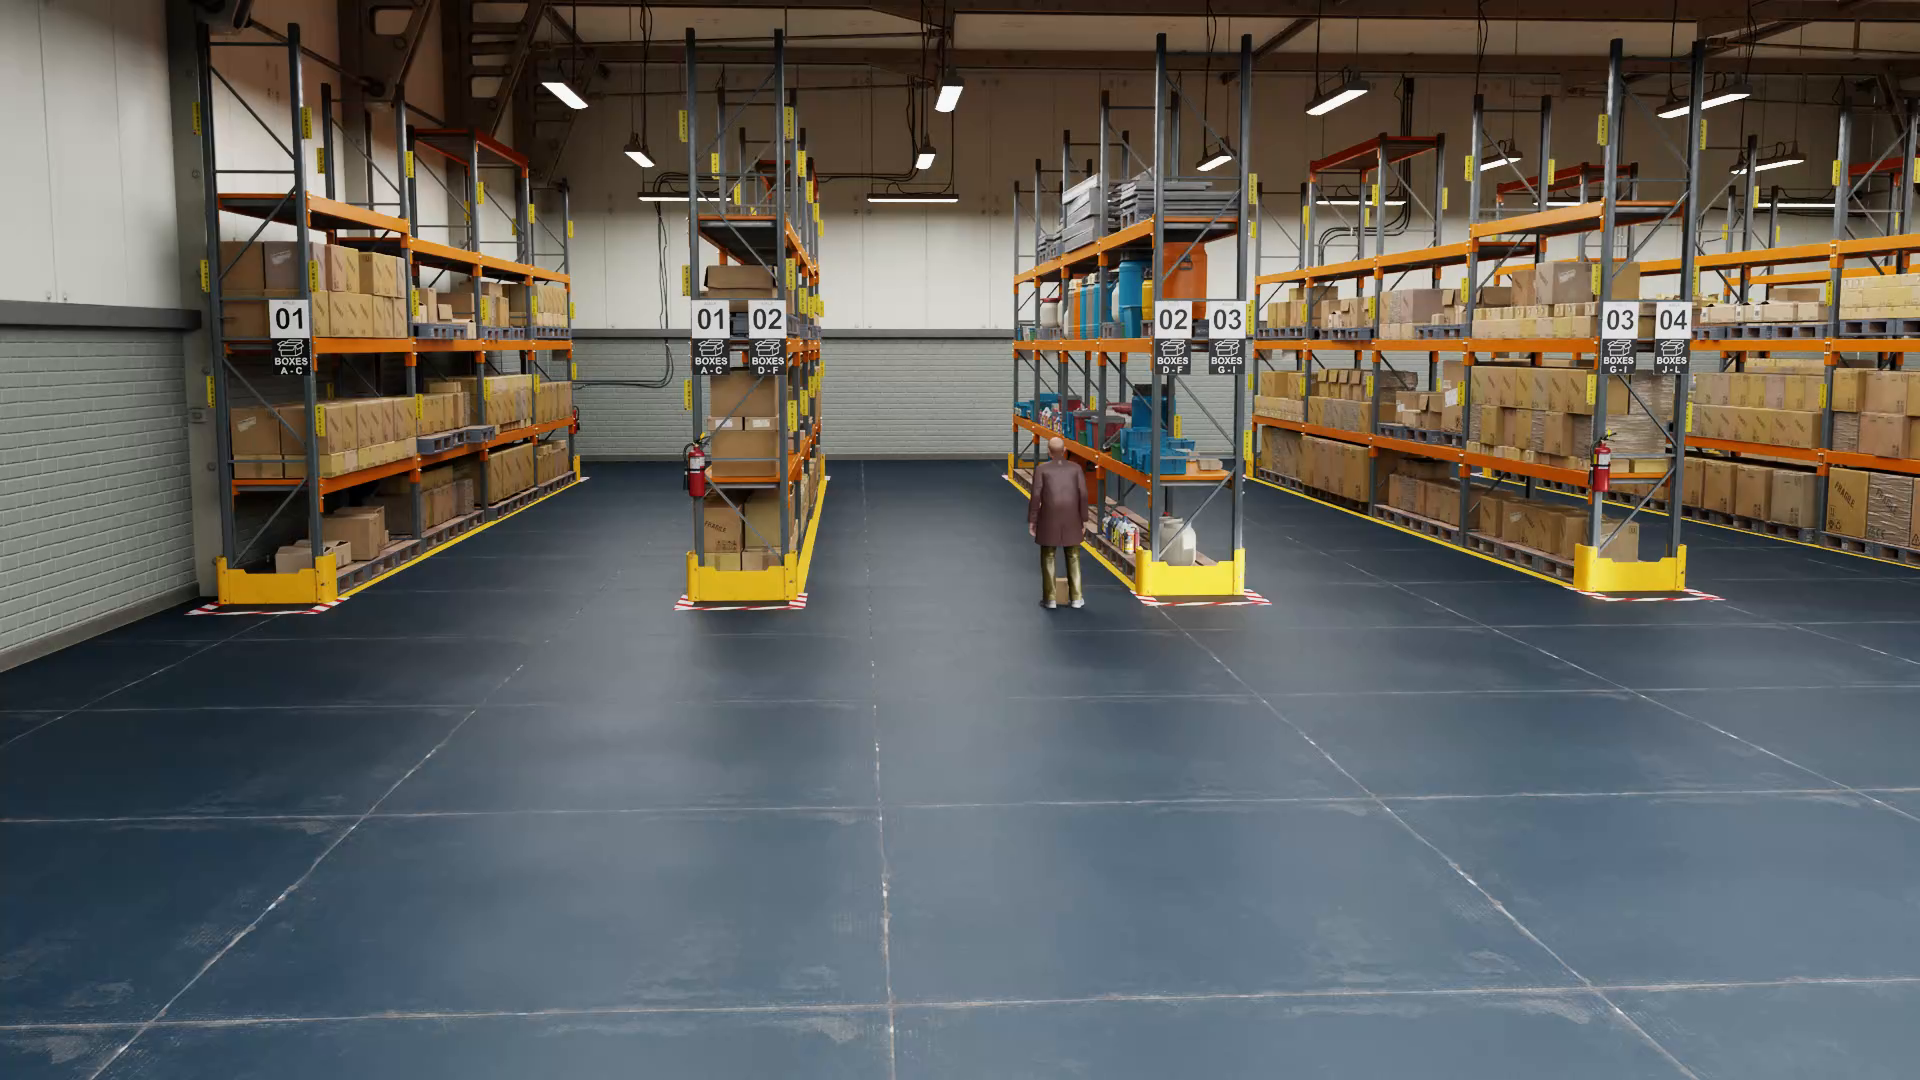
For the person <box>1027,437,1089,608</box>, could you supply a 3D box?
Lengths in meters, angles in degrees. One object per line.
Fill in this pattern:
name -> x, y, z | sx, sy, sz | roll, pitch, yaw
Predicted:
person -> 1.025, -0.183, 17.357 | 0.655, 1.775, 0.419 | -1, 7, -6
